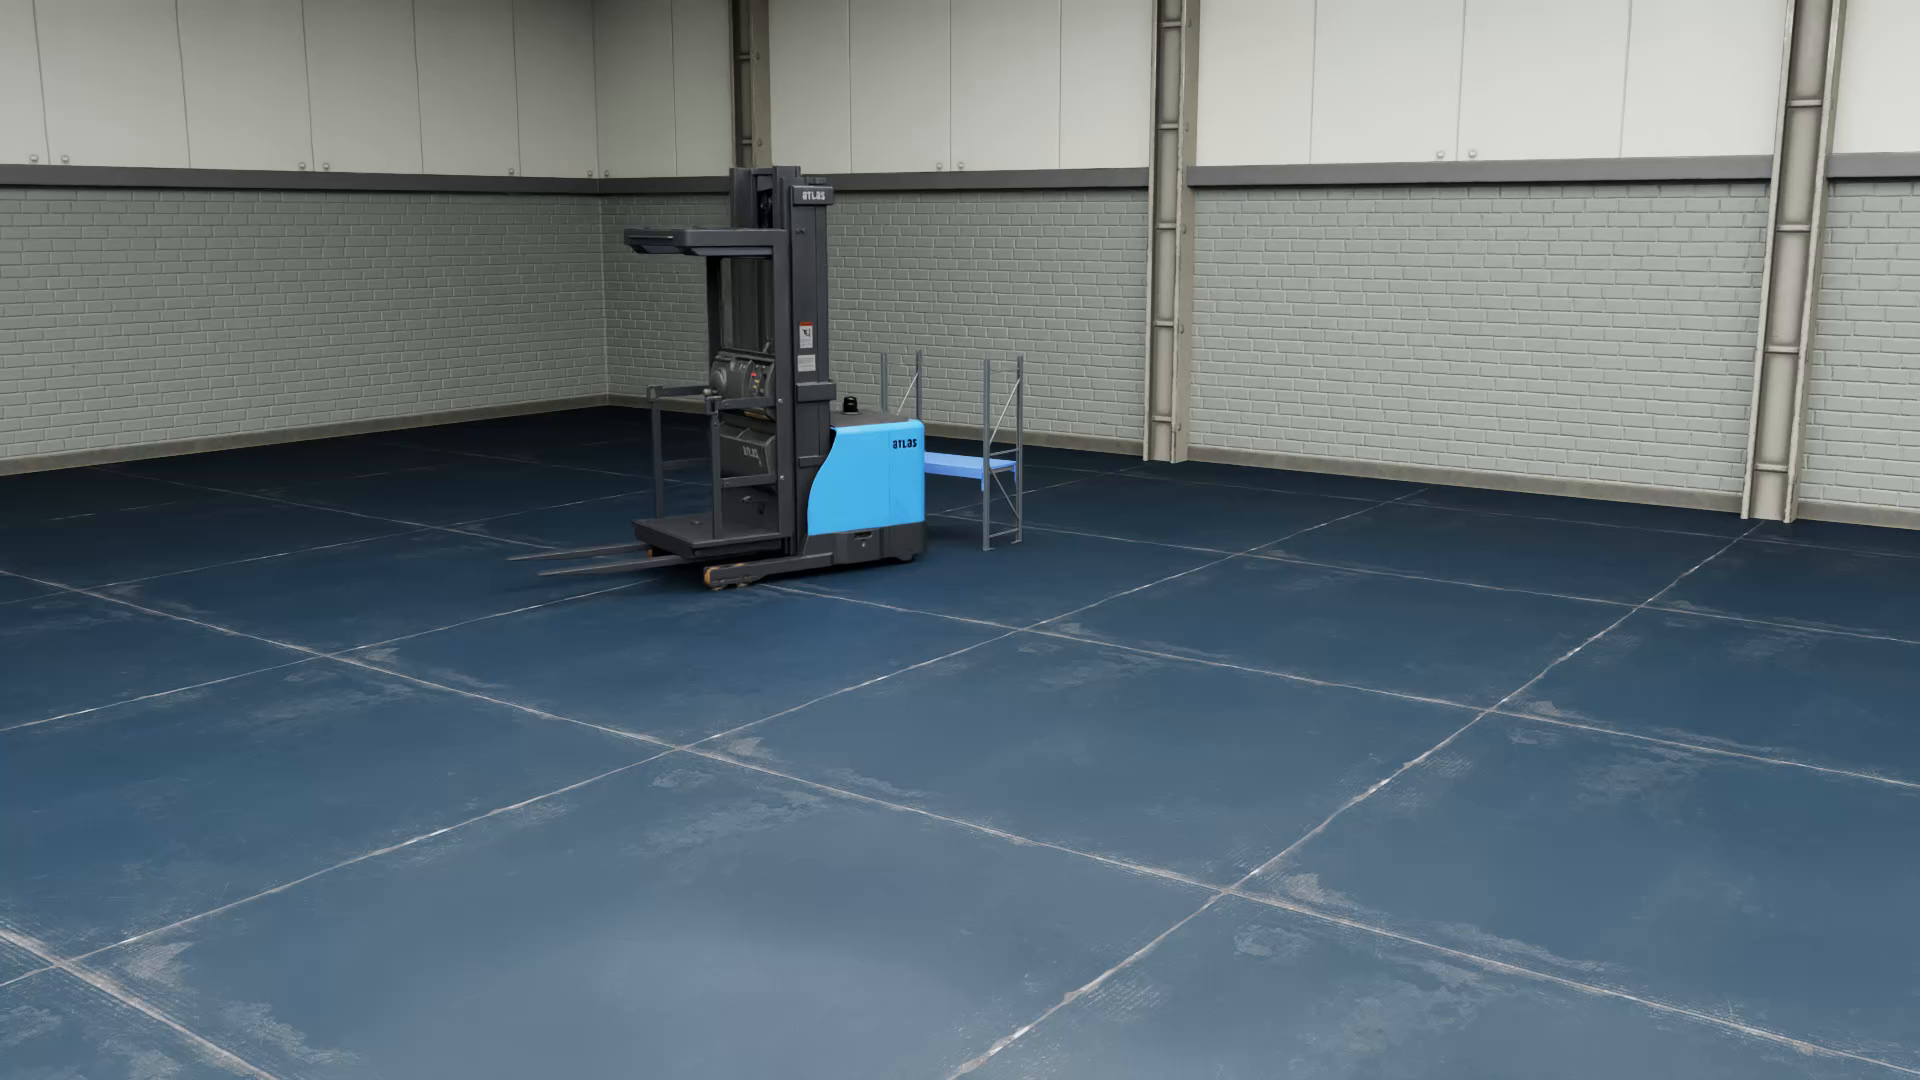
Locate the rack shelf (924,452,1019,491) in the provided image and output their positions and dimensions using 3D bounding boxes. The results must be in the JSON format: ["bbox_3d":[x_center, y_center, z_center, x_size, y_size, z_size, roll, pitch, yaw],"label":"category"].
[{"bbox_3d":[-0.069,-0.569,13.471,1.000,0.185,0.538,8,13,36],"label":"rack shelf"}]

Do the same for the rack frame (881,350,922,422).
[{"bbox_3d":[-0.478,-0.803,13.732,0.032,1.500,0.500,8,13,36],"label":"rack frame"}]

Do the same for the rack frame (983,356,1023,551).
[{"bbox_3d":[0.341,-0.689,13.141,0.032,1.500,0.500,8,13,36],"label":"rack frame"}]

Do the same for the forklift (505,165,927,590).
[{"bbox_3d":[-1.760,-1.200,12.015,3.031,2.935,1.130,-7,13,-33],"label":"forklift"}]

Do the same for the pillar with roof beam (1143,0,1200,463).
[{"bbox_3d":[-0.322,-4.626,13.748,0.400,9.000,9.100,8,13,36],"label":"pillar with roof beam"}]

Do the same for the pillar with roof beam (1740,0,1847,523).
[{"bbox_3d":[4.514,-3.951,10.261,0.400,9.000,9.100,8,13,36],"label":"pillar with roof beam"}]

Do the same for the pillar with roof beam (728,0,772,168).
[{"bbox_3d":[-5.158,-5.300,17.234,0.400,9.000,9.100,8,13,36],"label":"pillar with roof beam"}]

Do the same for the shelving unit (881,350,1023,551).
[{"bbox_3d":[-0.069,-0.746,13.437,1.048,1.500,0.538,8,13,36],"label":"shelving unit"}]
